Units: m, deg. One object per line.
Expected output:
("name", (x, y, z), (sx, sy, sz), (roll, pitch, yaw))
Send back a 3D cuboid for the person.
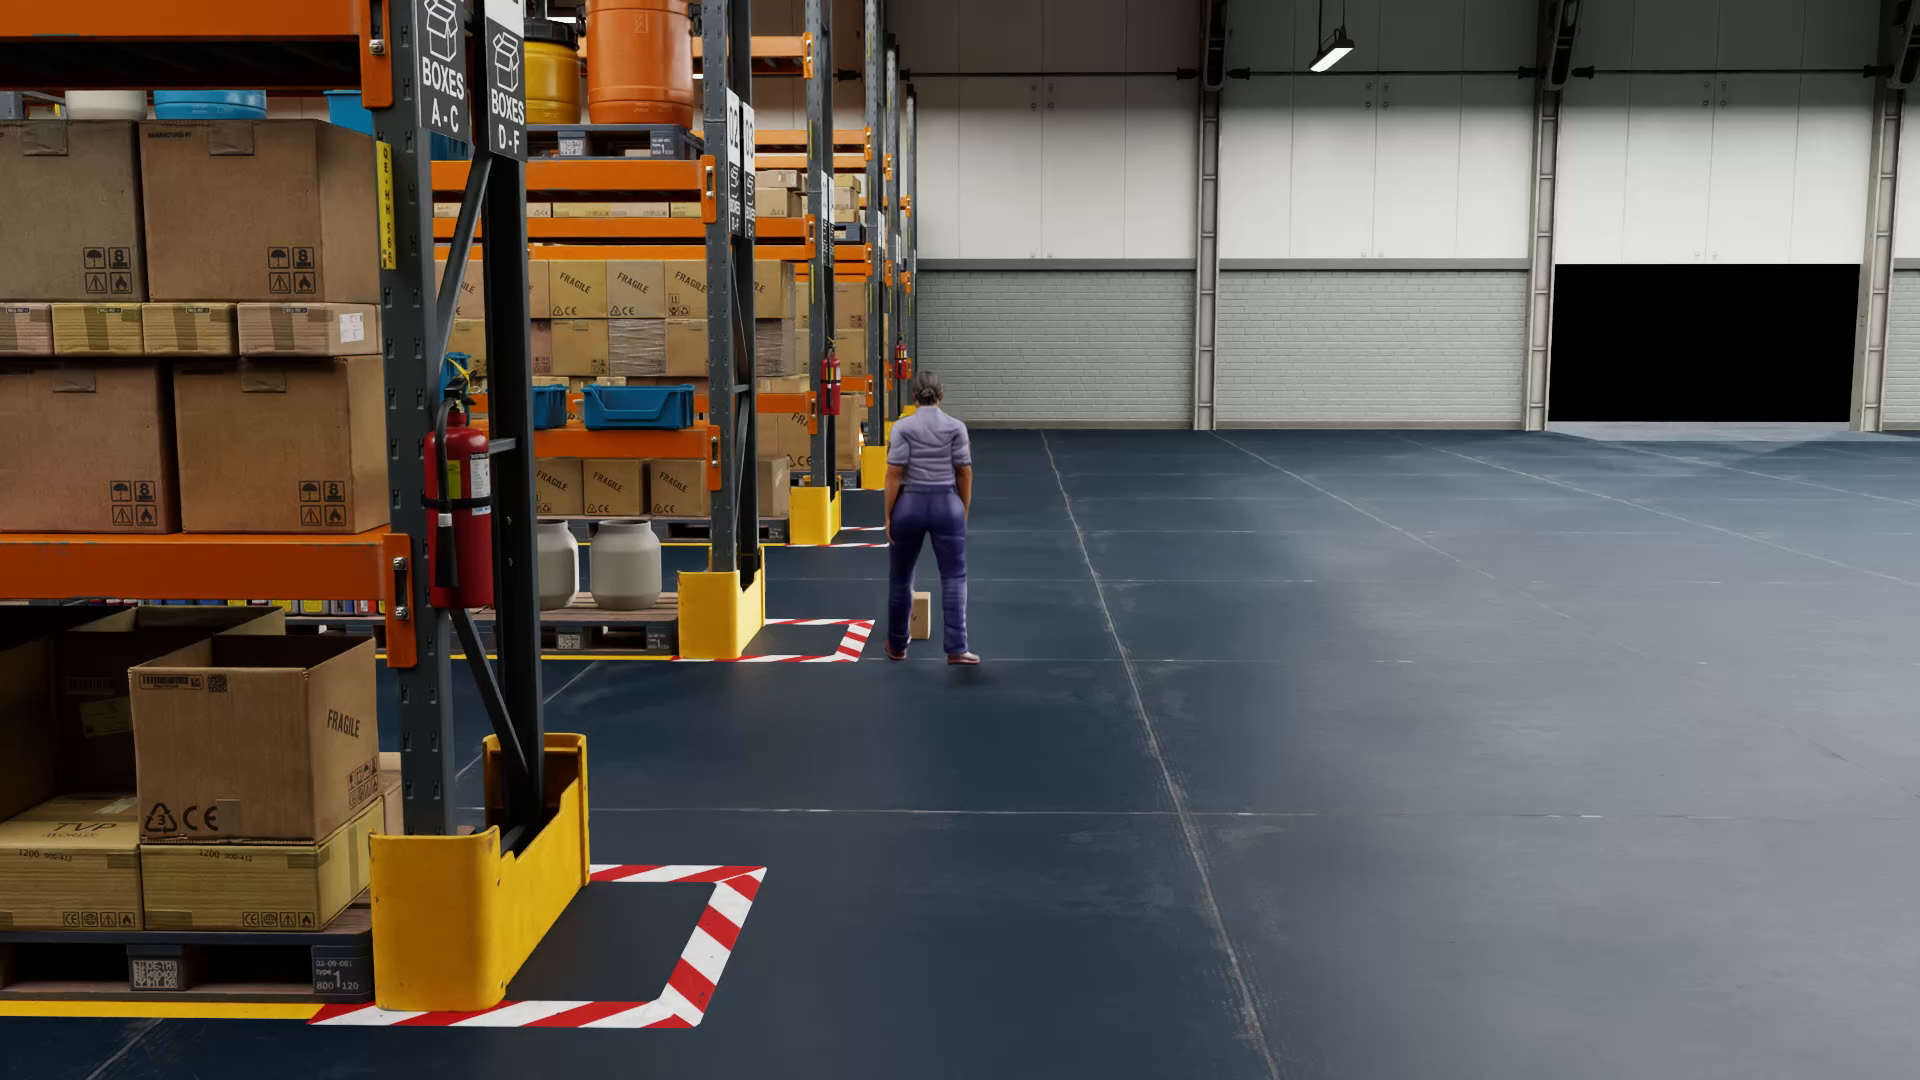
("person", (-0.161, -0.119, 9.255), (0.529, 1.639, 0.712), (0, 7, -2))
